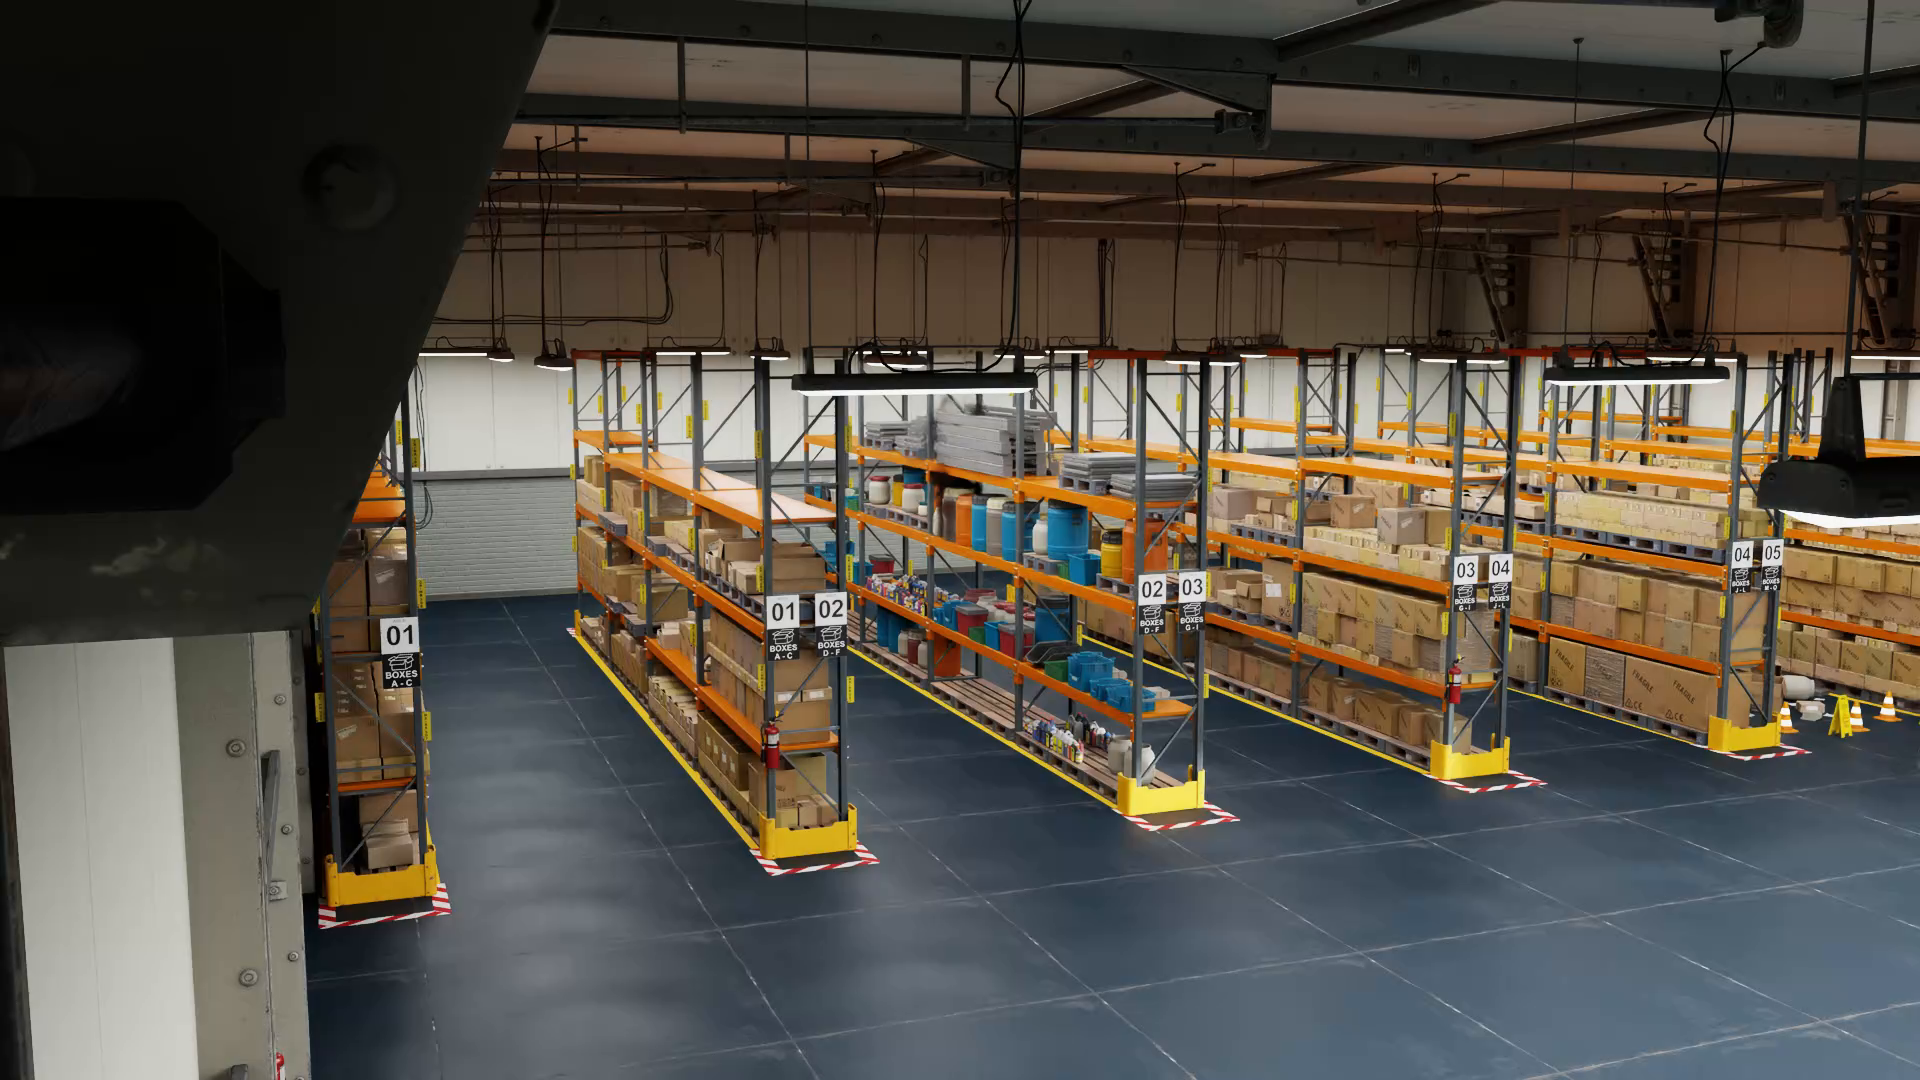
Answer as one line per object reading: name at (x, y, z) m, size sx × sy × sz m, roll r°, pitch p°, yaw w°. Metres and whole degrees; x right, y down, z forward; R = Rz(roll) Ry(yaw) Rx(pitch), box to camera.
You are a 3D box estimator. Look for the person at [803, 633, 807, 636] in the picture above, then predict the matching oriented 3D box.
person at (-3.141, 1.660, 30.502) m, size 0.613 × 1.696 × 0.911 m, roll -5°, pitch 8°, yaw -33°
